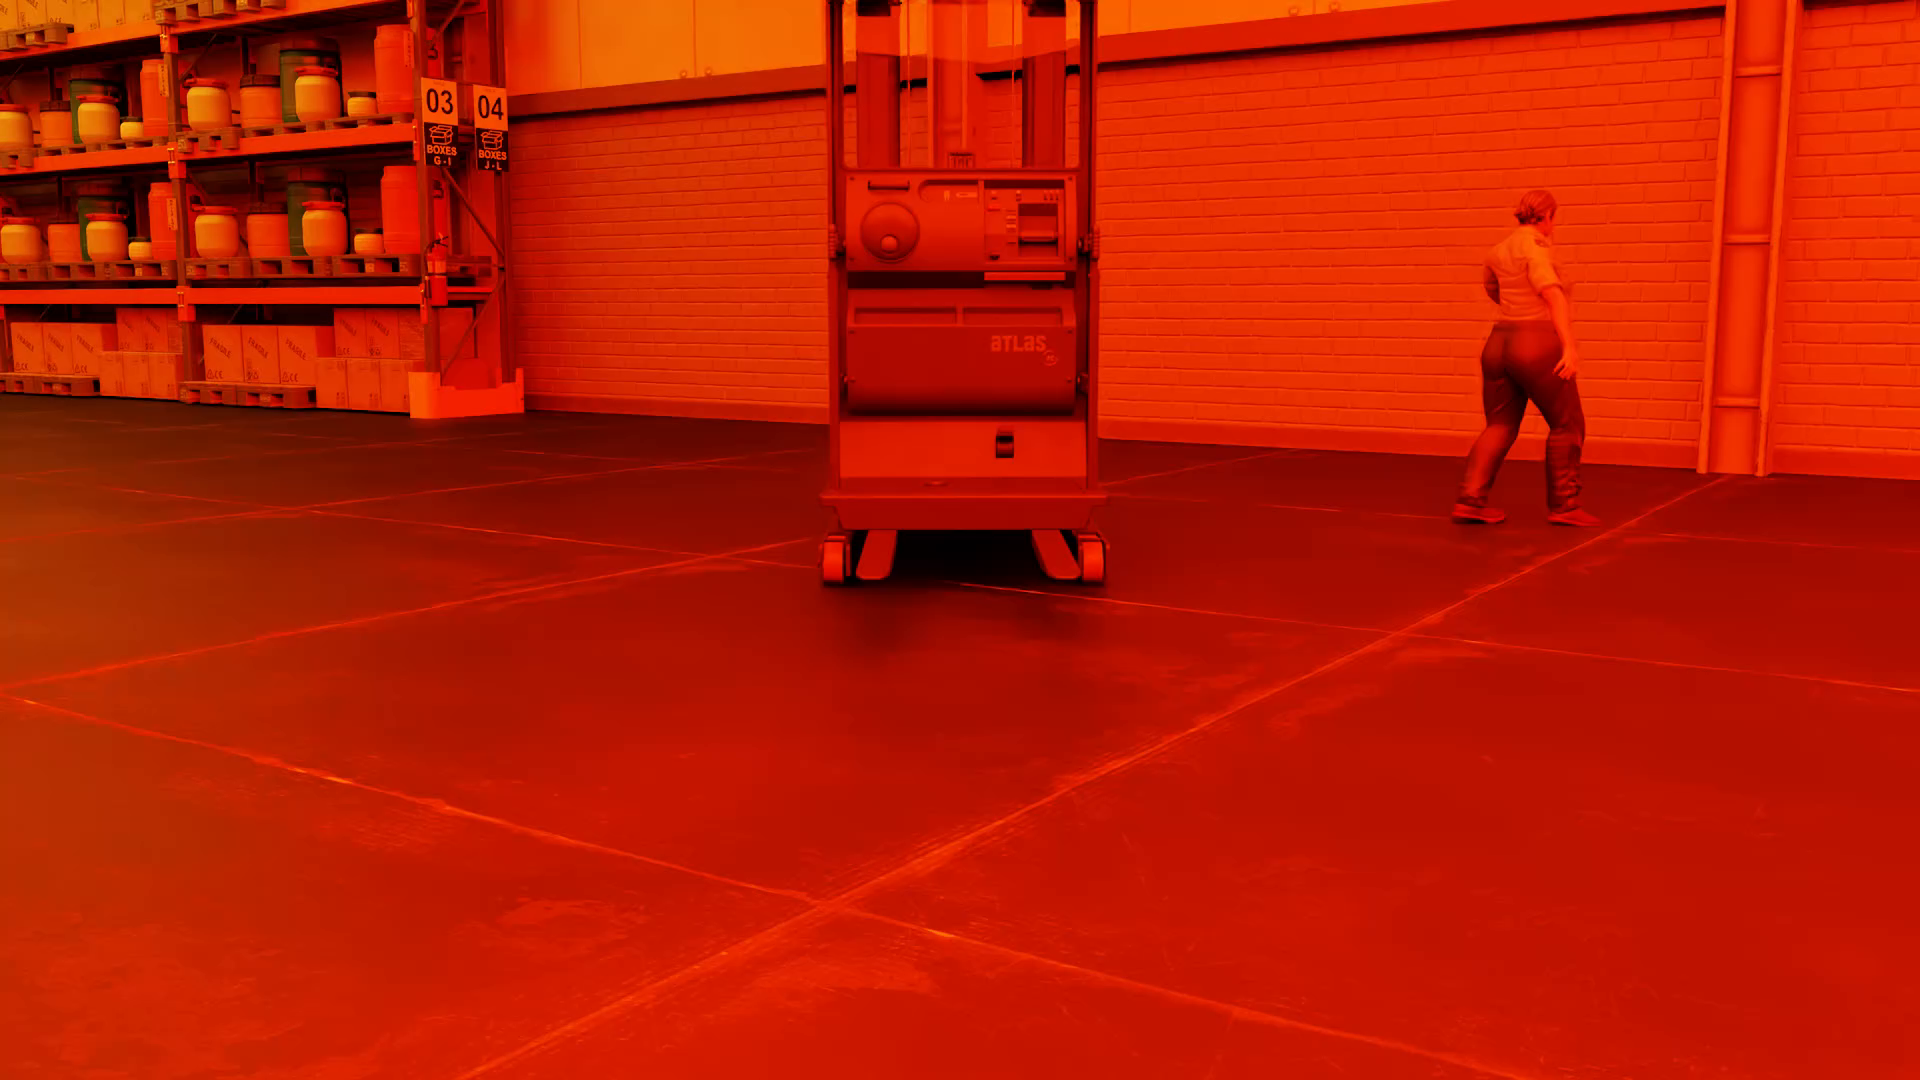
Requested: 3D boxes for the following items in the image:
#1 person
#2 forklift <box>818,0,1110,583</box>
[{"bbox_3d":[2.806,-0.869,8.045,0.721,1.630,0.899,-3,9,-20],"label":"person"},{"bbox_3d":[0.010,-1.325,6.512,1.130,2.935,3.031,0,8,-1],"label":"forklift"}]
